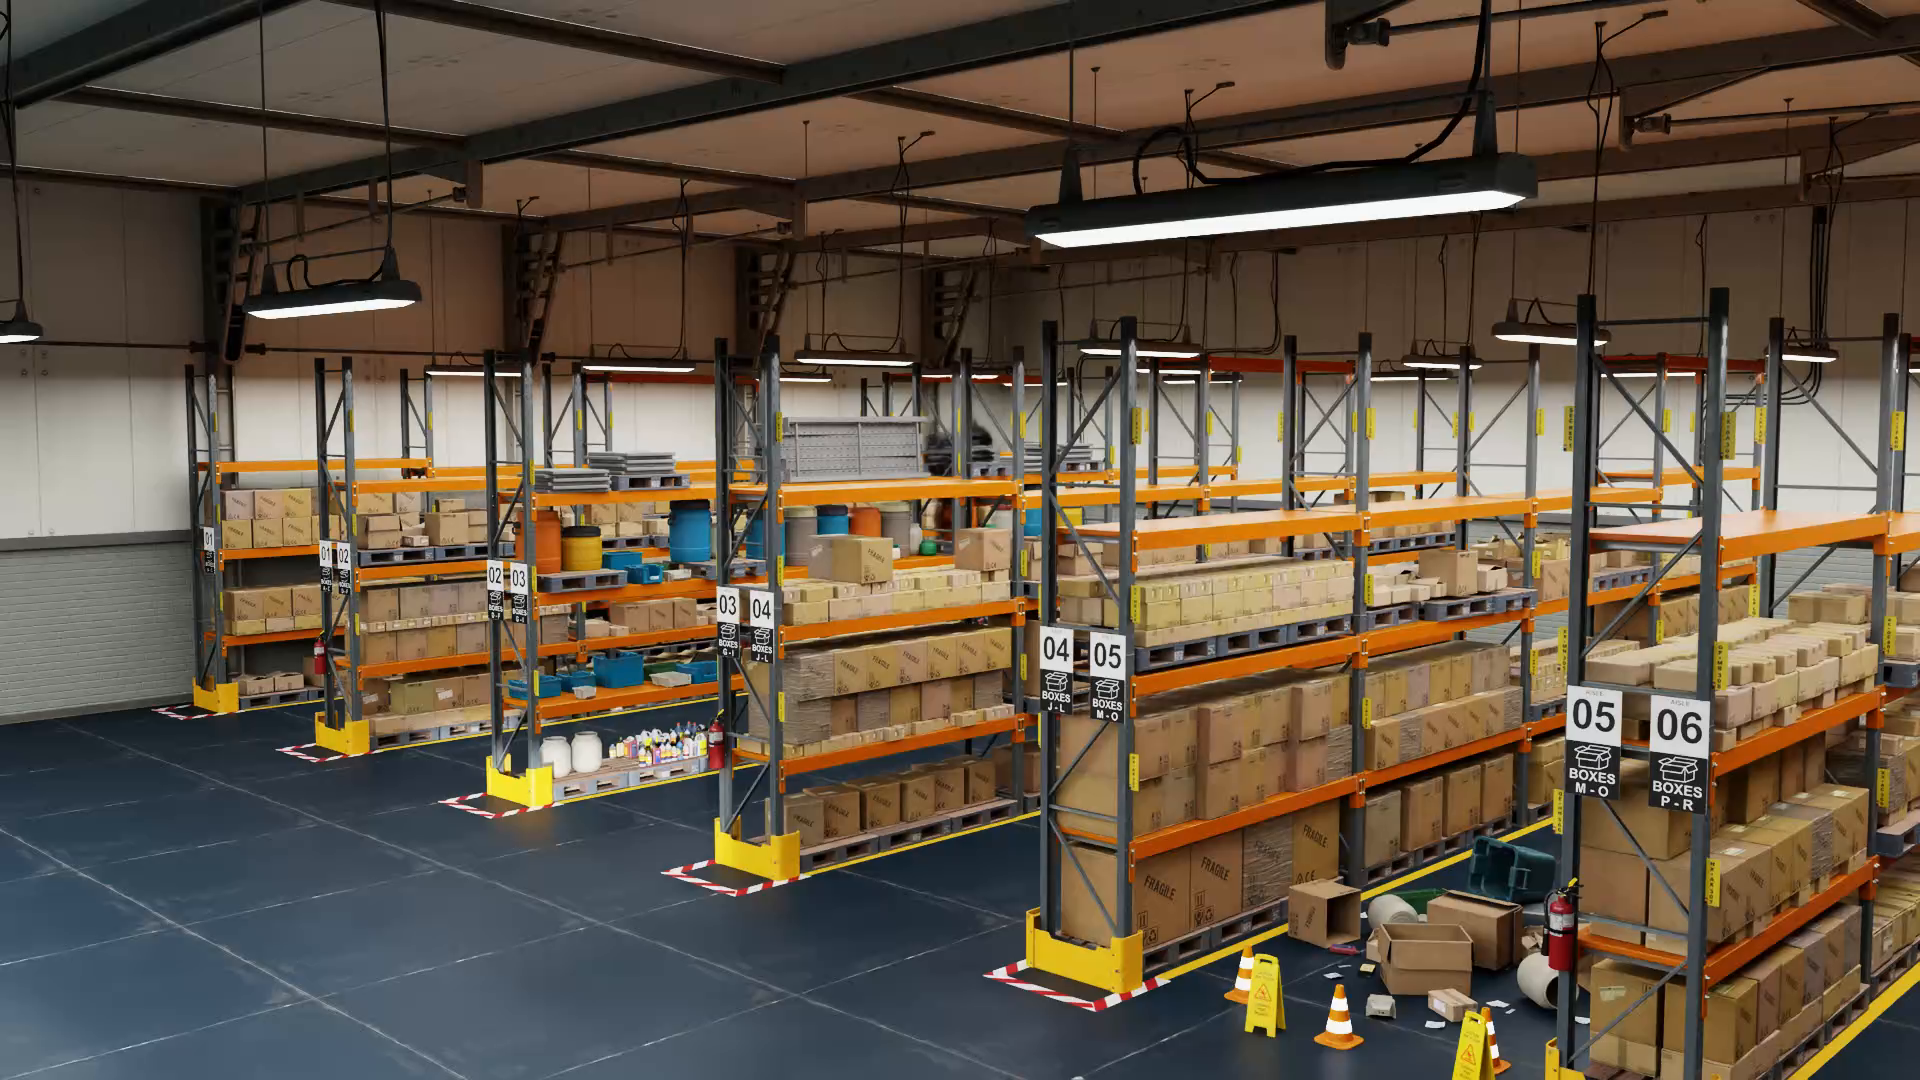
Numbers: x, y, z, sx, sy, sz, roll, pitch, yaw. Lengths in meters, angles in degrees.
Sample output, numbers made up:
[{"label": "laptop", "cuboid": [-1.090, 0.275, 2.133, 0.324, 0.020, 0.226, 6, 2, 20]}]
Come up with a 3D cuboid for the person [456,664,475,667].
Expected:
[{"label": "person", "cuboid": [-8.661, 2.107, 29.141, 0.573, 1.649, 0.566, 3, 5, 33]}]
